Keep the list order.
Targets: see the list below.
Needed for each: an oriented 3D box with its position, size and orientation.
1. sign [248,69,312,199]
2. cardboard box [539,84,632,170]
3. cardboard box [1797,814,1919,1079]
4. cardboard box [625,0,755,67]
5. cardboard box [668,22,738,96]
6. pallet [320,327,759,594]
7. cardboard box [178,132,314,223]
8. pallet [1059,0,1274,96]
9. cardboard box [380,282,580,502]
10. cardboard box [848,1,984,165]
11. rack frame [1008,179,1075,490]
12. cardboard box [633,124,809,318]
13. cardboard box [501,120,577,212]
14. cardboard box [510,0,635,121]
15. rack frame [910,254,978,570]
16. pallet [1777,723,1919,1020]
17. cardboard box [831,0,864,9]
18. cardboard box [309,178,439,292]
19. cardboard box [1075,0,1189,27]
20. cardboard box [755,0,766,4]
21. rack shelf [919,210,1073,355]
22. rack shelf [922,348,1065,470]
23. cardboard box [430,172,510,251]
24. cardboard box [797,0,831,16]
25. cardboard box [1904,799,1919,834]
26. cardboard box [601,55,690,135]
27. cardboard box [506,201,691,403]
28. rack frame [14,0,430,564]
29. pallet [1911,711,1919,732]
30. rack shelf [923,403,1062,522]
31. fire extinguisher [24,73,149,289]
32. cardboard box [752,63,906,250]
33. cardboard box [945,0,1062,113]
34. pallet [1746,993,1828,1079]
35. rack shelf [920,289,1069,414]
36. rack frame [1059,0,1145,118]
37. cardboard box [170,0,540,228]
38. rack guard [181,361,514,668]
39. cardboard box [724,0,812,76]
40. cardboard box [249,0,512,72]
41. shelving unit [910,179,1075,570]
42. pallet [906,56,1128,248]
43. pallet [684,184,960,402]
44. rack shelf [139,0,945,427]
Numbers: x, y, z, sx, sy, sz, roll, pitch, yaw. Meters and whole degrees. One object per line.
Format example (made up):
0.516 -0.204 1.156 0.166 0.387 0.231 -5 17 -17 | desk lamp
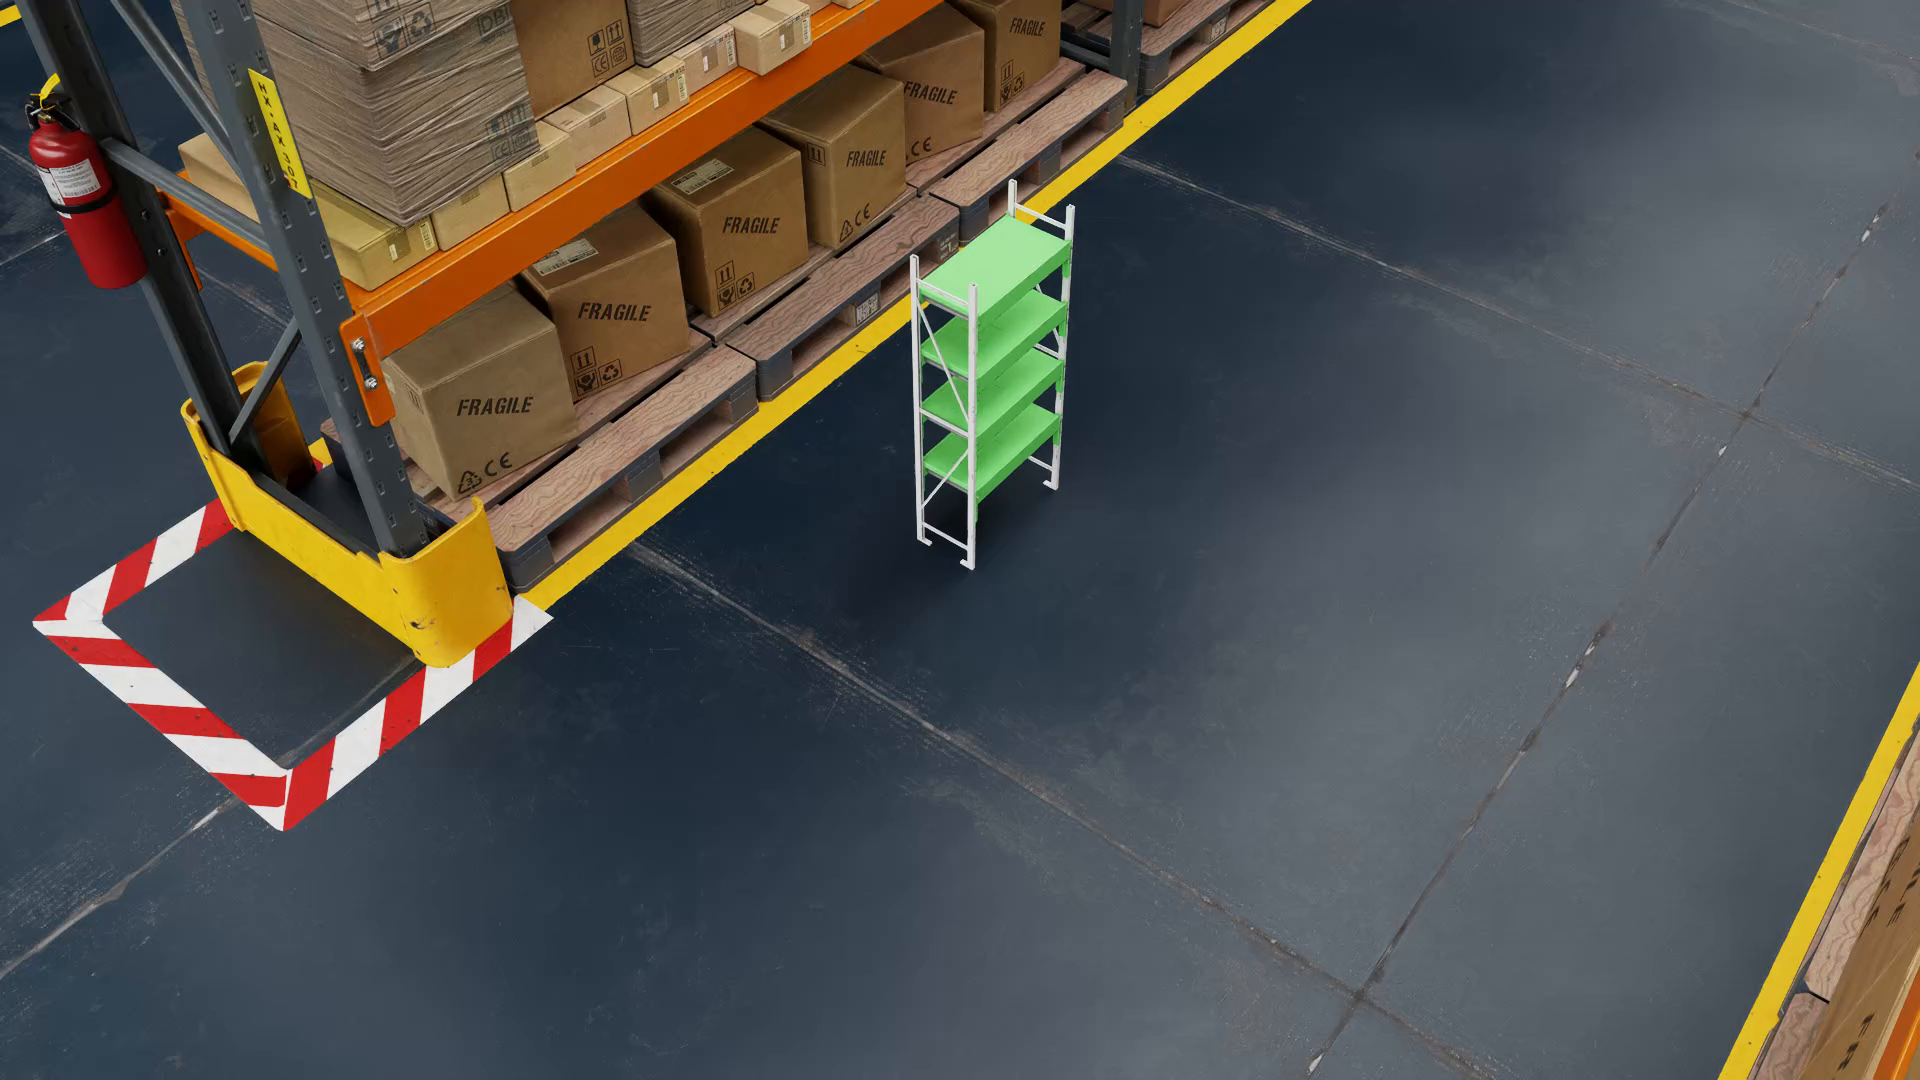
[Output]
-1.640 -0.977 4.010 0.100 0.325 0.005 29 53 25 | sign
-1.237 -1.311 5.102 0.380 0.149 0.250 29 53 25 | cardboard box
2.693 1.001 3.899 0.875 0.875 0.875 28 53 24 | cardboard box
-1.160 -1.963 5.276 0.875 0.500 0.500 29 53 25 | cardboard box
-0.947 -1.606 5.384 0.380 0.149 0.250 29 53 25 | cardboard box
-1.498 -0.447 6.031 1.003 0.211 1.213 29 53 25 | pallet
-2.058 -1.085 4.886 0.380 0.149 0.250 29 53 25 | cardboard box
0.851 -2.689 8.173 1.003 0.211 1.213 29 53 25 | pallet
-1.674 -0.549 5.638 0.500 0.500 0.500 -33 54 -27 | cardboard box
-0.244 -1.945 6.972 0.500 0.500 0.500 -26 52 -23 | cardboard box
0.250 -0.649 5.540 0.240 1.200 0.015 29 53 25 | rack frame
-0.938 -1.256 6.314 0.500 0.500 0.500 34 55 28 | cardboard box
-1.373 -1.159 4.957 0.380 0.149 0.250 29 53 25 | cardboard box
-1.500 -1.696 5.021 0.875 0.500 0.500 29 53 25 | cardboard box
-0.048 -0.370 5.273 0.240 1.200 0.015 29 53 25 | rack frame
2.967 1.109 4.544 1.003 0.211 1.213 29 53 25 | pallet
-0.451 -2.015 5.774 0.380 0.149 0.250 29 53 25 | cardboard box
-1.706 -0.888 4.698 0.380 0.149 0.250 29 53 25 | cardboard box
0.769 -2.836 7.810 0.700 0.500 0.500 25 51 22 | cardboard box
-0.845 -2.244 5.545 0.875 0.500 0.500 29 53 25 | cardboard box
0.101 -0.797 5.106 0.258 0.148 0.480 29 53 25 | rack shelf
0.101 -0.465 5.453 0.258 0.148 0.480 29 53 25 | rack shelf
-1.538 -1.023 4.826 0.380 0.149 0.250 29 53 25 | cardboard box
-0.664 -1.905 5.669 0.380 0.149 0.250 29 53 25 | cardboard box
3.252 0.480 4.396 0.875 0.875 0.875 30 53 25 | cardboard box
-1.079 -1.451 5.236 0.380 0.149 0.250 29 53 25 | cardboard box
-1.336 -0.906 5.979 0.500 0.500 0.500 -29 53 -25 | cardboard box
-2.069 -0.917 4.552 1.000 3.000 0.127 29 53 25 | rack frame
3.713 0.408 5.214 1.003 0.211 1.213 29 53 25 | pallet
0.101 -0.299 5.626 0.258 0.148 0.480 29 53 25 | rack shelf
-2.504 -1.029 4.712 0.296 0.674 0.183 29 53 25 | fire extinguisher
-0.561 -1.555 6.600 0.500 0.500 0.500 25 51 22 | cardboard box
0.100 -2.277 7.289 0.500 0.500 0.500 28 52 24 | cardboard box
2.221 1.804 3.880 1.003 0.211 1.213 29 53 25 | pallet
0.101 -0.631 5.279 0.258 0.148 0.480 29 53 25 | rack shelf
0.377 -3.206 6.738 1.000 3.000 0.127 29 53 25 | rack frame
-1.711 -1.357 4.697 0.875 0.500 0.500 29 53 25 | cardboard box
-2.023 -0.097 5.497 1.175 0.500 0.348 29 53 25 | rack guard
-0.712 -1.704 5.477 0.380 0.149 0.250 29 53 25 | cardboard box
-1.517 -1.594 4.232 0.500 0.500 0.500 29 53 25 | cardboard box
0.101 -0.509 5.407 0.258 1.200 0.503 29 53 25 | shelving unit
-0.006 -1.843 7.365 1.003 0.211 1.213 29 53 25 | pallet
-0.752 -1.142 6.695 1.003 0.211 1.213 29 53 25 | pallet
-0.846 -1.813 5.905 1.077 0.370 4.000 29 53 25 | rack shelf
